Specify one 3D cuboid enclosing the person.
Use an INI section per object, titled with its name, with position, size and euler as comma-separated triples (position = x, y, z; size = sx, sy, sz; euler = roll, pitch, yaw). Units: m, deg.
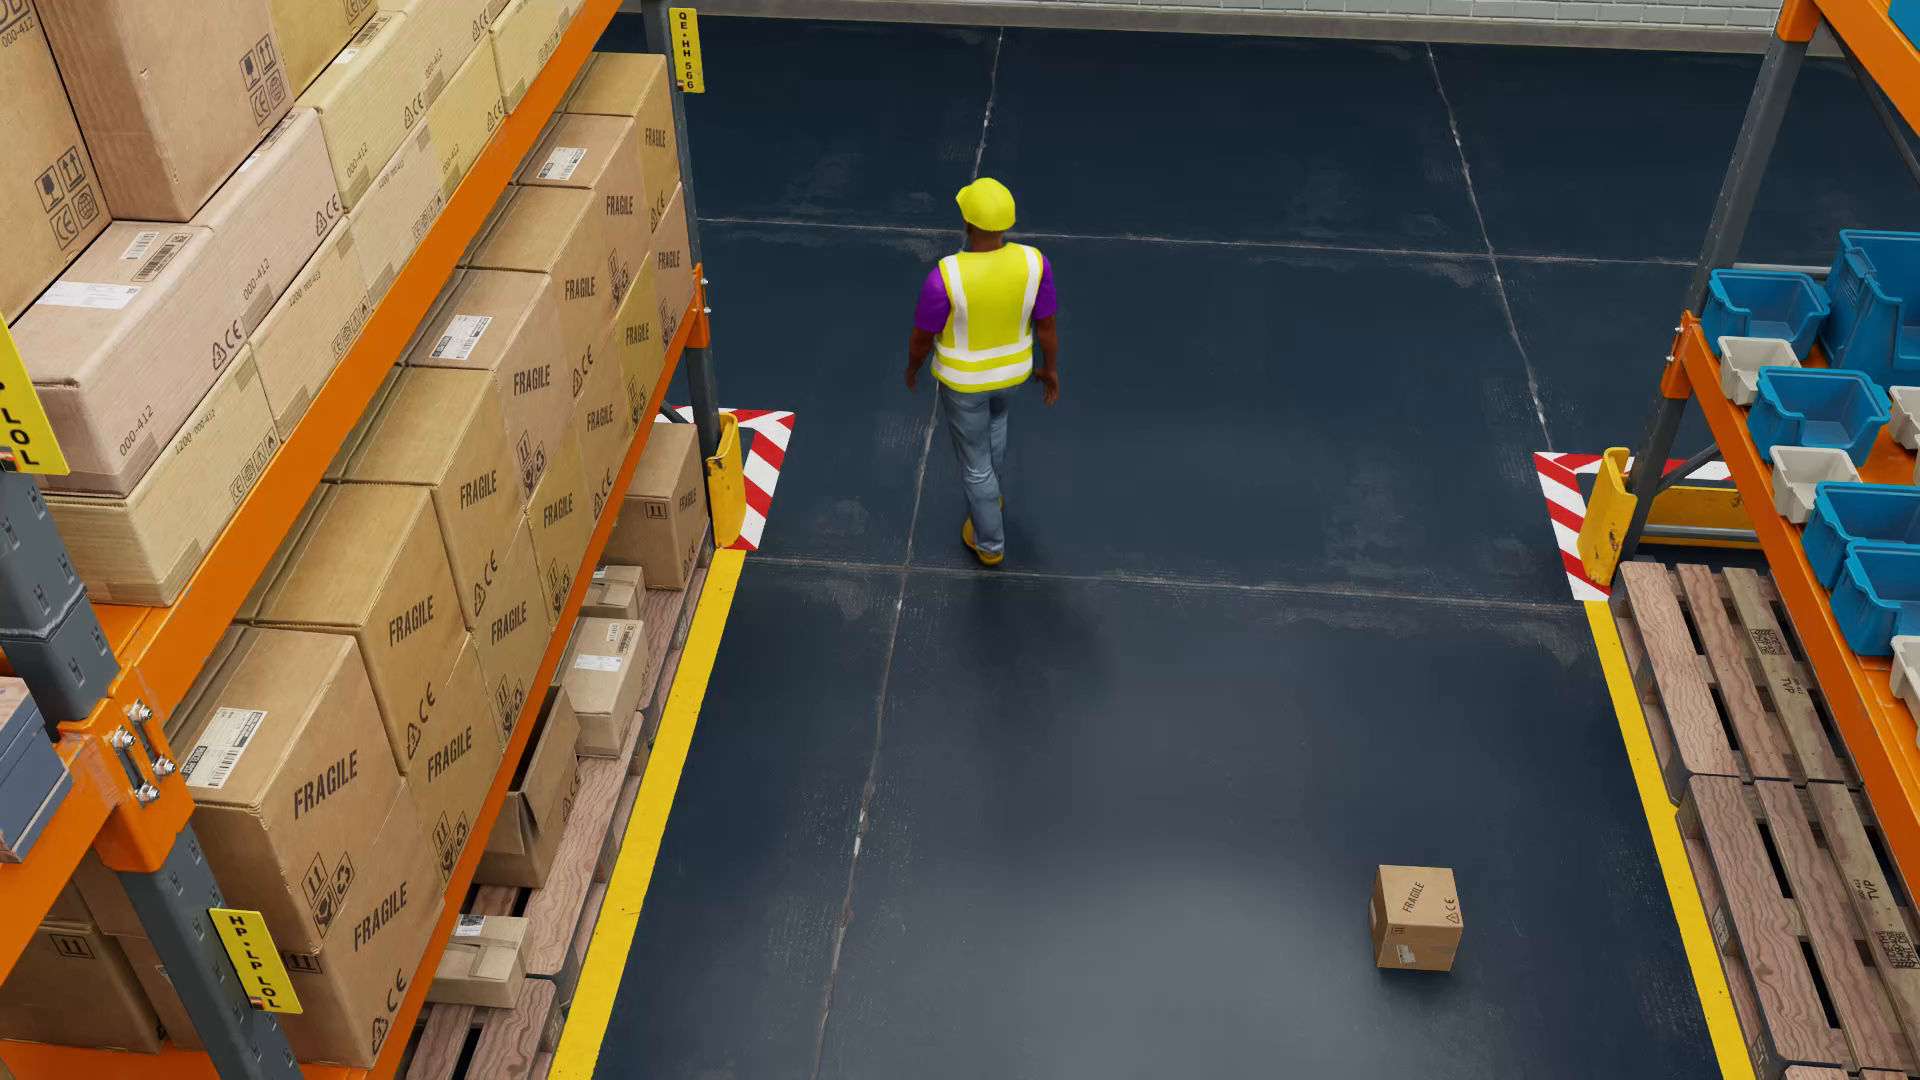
[person]
position = 0.074, -0.717, 7.010
size = 0.609, 1.818, 0.646
euler = -15, 42, -17
